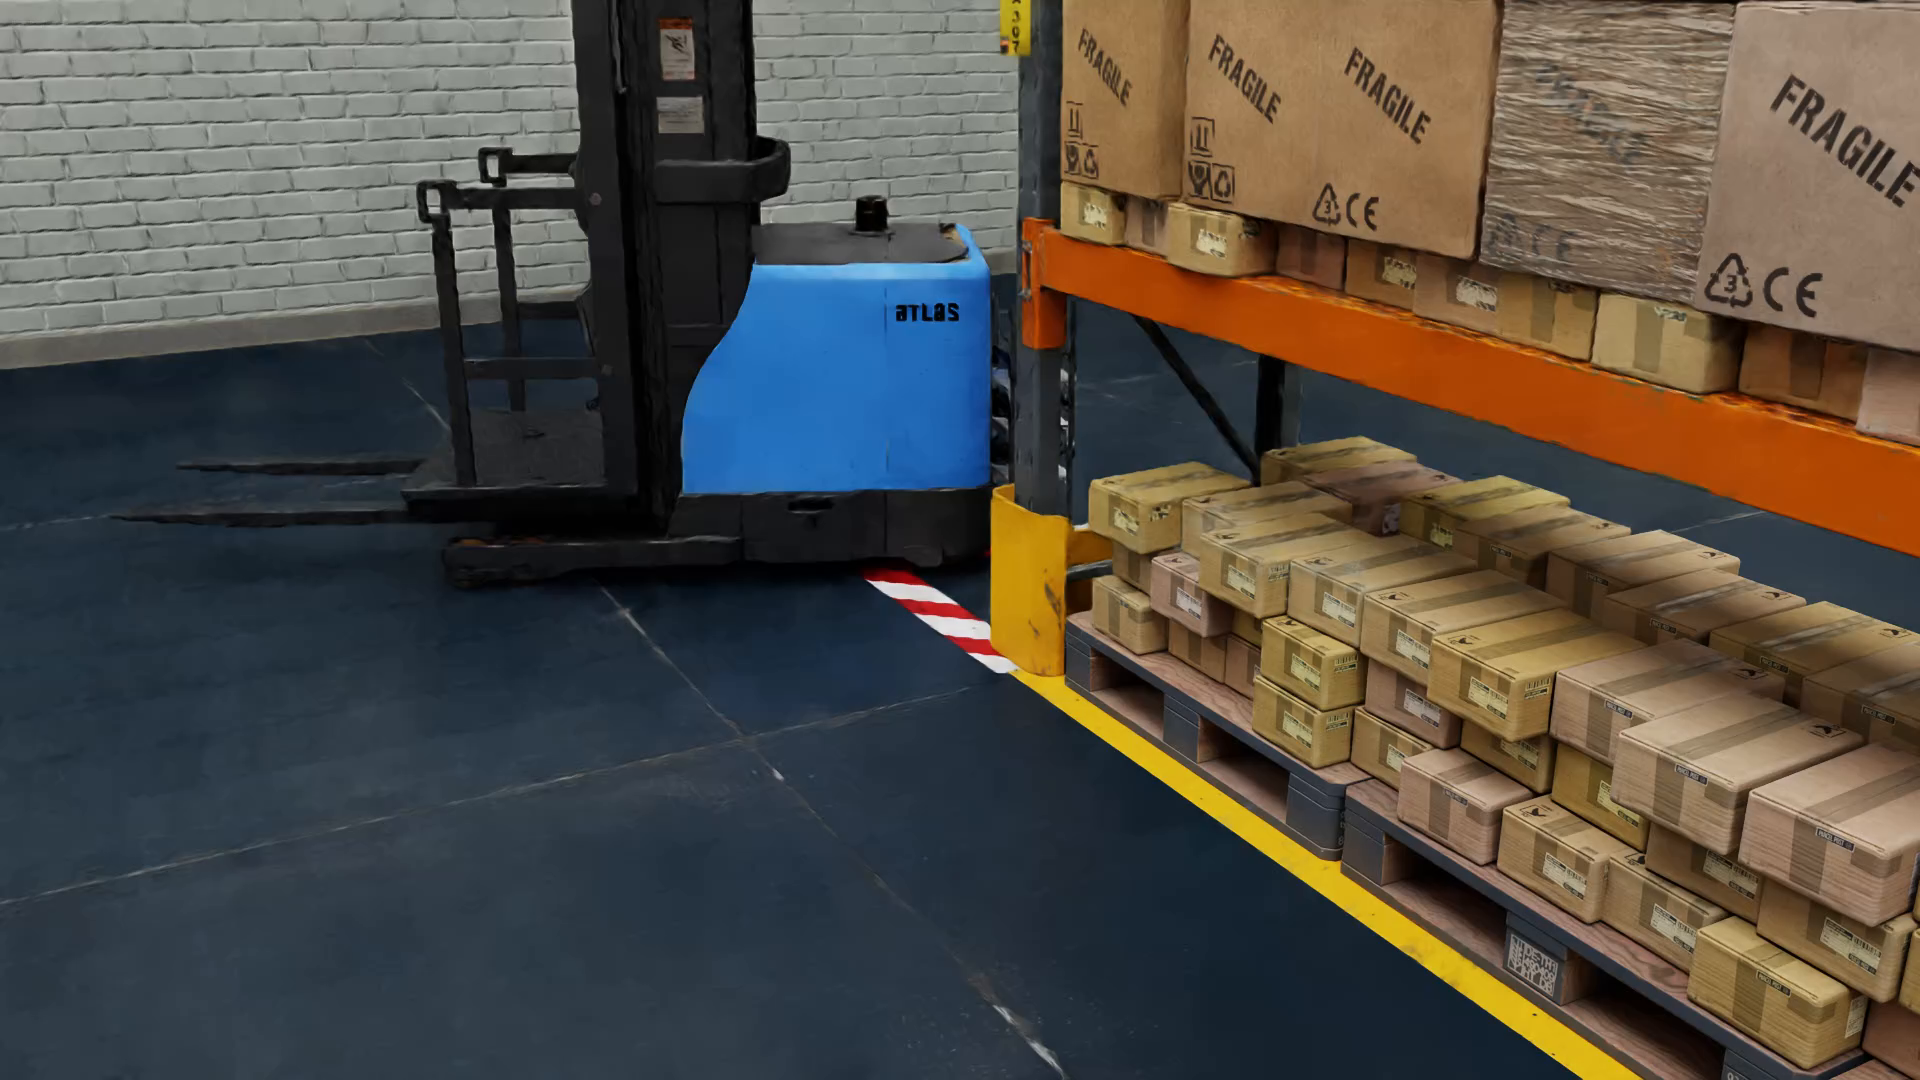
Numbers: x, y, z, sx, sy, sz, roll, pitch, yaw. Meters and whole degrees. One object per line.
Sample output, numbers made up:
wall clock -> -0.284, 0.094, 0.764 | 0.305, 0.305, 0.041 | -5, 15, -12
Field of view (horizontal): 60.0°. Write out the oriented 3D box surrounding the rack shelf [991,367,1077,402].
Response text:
rack shelf -> 0.261, -0.564, 5.934 | 0.258, 0.077, 0.200 | -5, 20, -16

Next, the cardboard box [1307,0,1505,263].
cardboard box -> 1.100, -0.888, 3.496 | 0.500, 0.500, 0.500 | -10, 21, -26

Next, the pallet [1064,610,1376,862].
pallet -> 1.023, 0.415, 4.606 | 1.003, 0.211, 1.213 | -10, 21, -27

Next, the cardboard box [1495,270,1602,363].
cardboard box -> 1.283, -0.461, 3.255 | 0.380, 0.149, 0.250 | -9, 21, -25

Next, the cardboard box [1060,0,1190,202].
cardboard box -> 0.602, -1.180, 4.344 | 0.500, 0.500, 0.500 | -9, 21, -24

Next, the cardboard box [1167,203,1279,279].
cardboard box -> 0.736, -0.749, 4.089 | 0.380, 0.149, 0.250 | -11, 22, -28

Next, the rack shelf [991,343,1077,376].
rack shelf -> 0.261, -0.649, 5.905 | 0.258, 0.077, 0.200 | -5, 20, -16

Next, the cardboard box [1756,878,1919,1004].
cardboard box -> 1.649, 0.644, 2.936 | 0.380, 0.149, 0.250 | -9, 21, -25

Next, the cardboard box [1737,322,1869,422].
cardboard box -> 1.567, -0.318, 2.840 | 0.380, 0.149, 0.250 | -10, 22, -27

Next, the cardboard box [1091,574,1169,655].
cardboard box -> 0.599, 0.185, 4.723 | 0.380, 0.149, 0.250 | -10, 21, -26

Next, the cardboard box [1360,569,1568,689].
cardboard box -> 1.140, 0.199, 3.770 | 0.380, 0.149, 0.250 | -9, 21, -25

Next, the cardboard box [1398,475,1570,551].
cardboard box -> 1.410, -0.048, 4.485 | 0.380, 0.149, 0.250 | -11, 22, -28

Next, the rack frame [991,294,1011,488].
rack frame -> 0.232, -0.457, 6.074 | 0.240, 0.900, 0.006 | -5, 20, -16

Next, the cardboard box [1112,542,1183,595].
cardboard box -> 0.655, 0.035, 4.703 | 0.380, 0.149, 0.250 | -9, 21, -24

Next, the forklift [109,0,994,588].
forklift -> -1.425, -1.400, 5.696 | 3.031, 2.935, 1.130 | -1, 19, -4

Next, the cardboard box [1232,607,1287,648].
cardboard box -> 0.930, 0.179, 4.286 | 0.380, 0.149, 0.250 | -10, 21, -26

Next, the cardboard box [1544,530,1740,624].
cardboard box -> 1.654, 0.105, 4.043 | 0.380, 0.149, 0.250 | -9, 21, -25

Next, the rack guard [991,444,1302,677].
rack guard -> 0.668, 0.040, 5.250 | 1.175, 0.500, 0.348 | -10, 21, -27

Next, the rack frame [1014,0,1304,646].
rack frame -> 0.632, -1.164, 4.906 | 1.000, 3.000, 0.127 | -10, 21, -27

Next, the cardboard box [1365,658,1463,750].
cardboard box -> 1.165, 0.331, 3.845 | 0.380, 0.149, 0.250 | -11, 22, -29

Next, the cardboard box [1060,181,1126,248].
cardboard box -> 0.498, -0.901, 4.530 | 0.380, 0.149, 0.250 | -10, 21, -27

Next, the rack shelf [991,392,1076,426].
rack shelf -> 0.261, -0.478, 5.963 | 0.258, 0.077, 0.200 | -5, 20, -16

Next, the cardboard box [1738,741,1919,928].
cardboard box -> 1.588, 0.503, 2.890 | 0.380, 0.149, 0.250 | -11, 22, -29

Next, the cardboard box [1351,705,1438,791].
cardboard box -> 1.150, 0.467, 3.907 | 0.380, 0.149, 0.250 | -10, 21, -27

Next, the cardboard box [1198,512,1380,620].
cardboard box -> 0.826, 0.060, 4.174 | 0.380, 0.149, 0.250 | -10, 21, -27

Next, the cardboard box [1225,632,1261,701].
cardboard box -> 0.920, 0.318, 4.338 | 0.380, 0.149, 0.250 | -10, 21, -26

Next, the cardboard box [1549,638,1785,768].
cardboard box -> 1.428, 0.339, 3.365 | 0.380, 0.149, 0.250 | -10, 21, -27

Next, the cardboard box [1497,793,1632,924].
cardboard box -> 1.346, 0.627, 3.442 | 0.380, 0.149, 0.250 | -10, 21, -27

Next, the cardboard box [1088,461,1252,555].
cardboard box -> 0.582, -0.093, 4.617 | 0.380, 0.149, 0.250 | -11, 22, -29

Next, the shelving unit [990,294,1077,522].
shelving unit -> 0.261, -0.425, 5.982 | 0.258, 0.900, 0.210 | -5, 20, -16

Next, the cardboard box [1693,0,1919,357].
cardboard box -> 1.573, -0.591, 2.636 | 0.500, 0.500, 0.500 | -10, 21, -27

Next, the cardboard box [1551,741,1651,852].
cardboard box -> 1.450, 0.481, 3.409 | 0.380, 0.149, 0.250 | -9, 21, -24

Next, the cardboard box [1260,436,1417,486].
cardboard box -> 1.107, -0.183, 4.879 | 0.380, 0.149, 0.250 | -10, 21, -26

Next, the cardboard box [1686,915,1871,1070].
cardboard box -> 1.554, 0.777, 3.009 | 0.380, 0.149, 0.250 | -10, 21, -27

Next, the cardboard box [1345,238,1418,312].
cardboard box -> 1.086, -0.614, 3.698 | 0.380, 0.149, 0.250 | -10, 22, -27

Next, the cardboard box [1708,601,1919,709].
cardboard box -> 1.831, 0.269, 3.569 | 0.380, 0.149, 0.250 | -10, 21, -26
